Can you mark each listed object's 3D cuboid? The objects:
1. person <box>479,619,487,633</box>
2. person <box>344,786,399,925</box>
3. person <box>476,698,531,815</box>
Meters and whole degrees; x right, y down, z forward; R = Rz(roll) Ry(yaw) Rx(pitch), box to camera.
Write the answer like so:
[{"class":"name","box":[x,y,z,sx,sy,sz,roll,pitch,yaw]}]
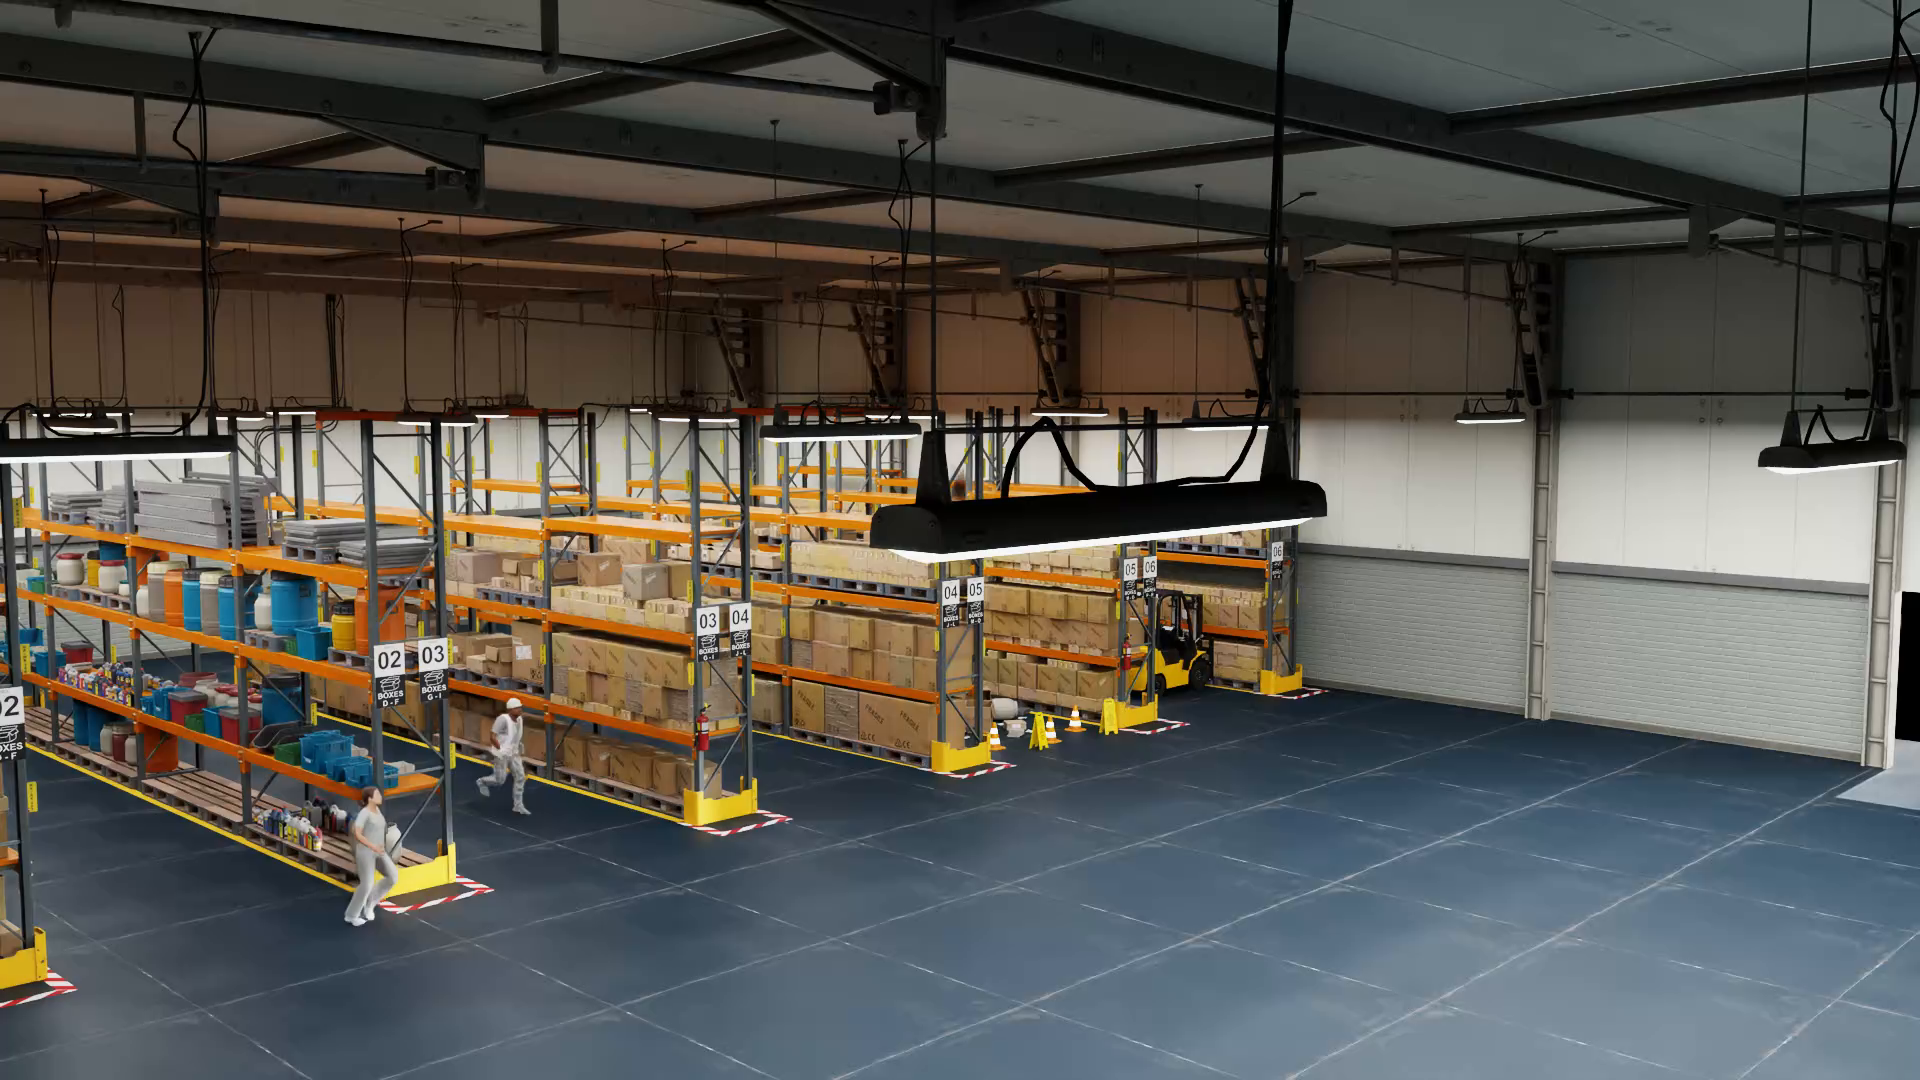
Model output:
[{"class":"person","box":[-11.673,1.899,40.559,0.547,1.720,0.705,-1,5,-6]},{"class":"person","box":[-7.034,3.754,19.941,0.585,1.619,0.605,1,5,12]},{"class":"person","box":[-6.894,3.252,25.143,1.010,1.769,0.681,3,6,27]}]
